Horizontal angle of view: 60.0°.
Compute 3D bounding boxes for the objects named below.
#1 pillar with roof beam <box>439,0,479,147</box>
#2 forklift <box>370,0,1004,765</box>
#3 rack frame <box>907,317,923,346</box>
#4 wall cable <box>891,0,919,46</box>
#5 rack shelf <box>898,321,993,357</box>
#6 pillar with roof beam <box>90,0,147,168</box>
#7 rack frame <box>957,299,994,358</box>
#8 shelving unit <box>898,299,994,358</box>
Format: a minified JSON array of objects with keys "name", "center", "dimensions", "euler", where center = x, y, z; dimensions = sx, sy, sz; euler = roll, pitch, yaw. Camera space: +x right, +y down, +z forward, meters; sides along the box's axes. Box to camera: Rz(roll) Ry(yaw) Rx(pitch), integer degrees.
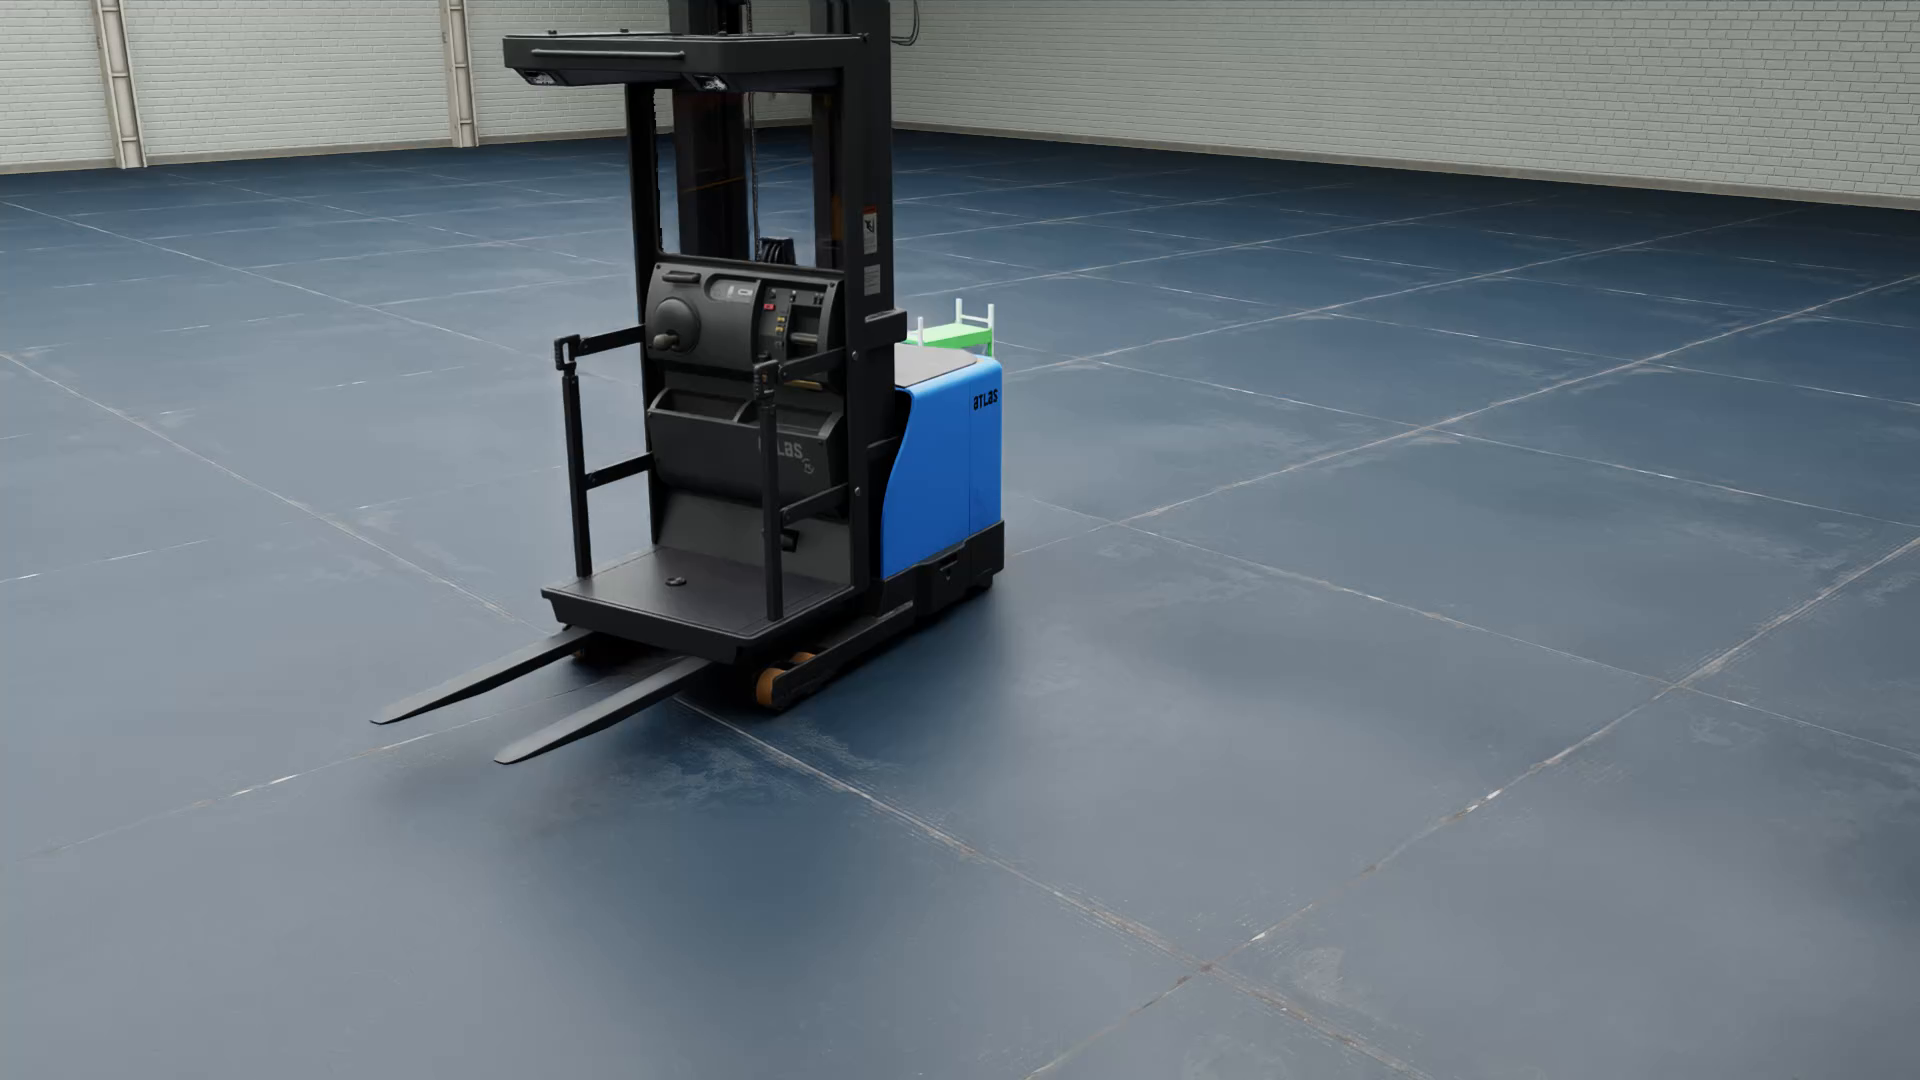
[{"name":"pillar with roof beam","center":[-6.393,-10.761,27.083],"dimensions":[0.400,9.000,9.100],"euler":[-16,24,-41]},{"name":"forklift","center":[-0.991,-0.895,6.494],"dimensions":[1.130,2.935,3.031],"euler":[11,21,30]},{"name":"rack frame","center":[-0.265,-0.500,8.083],"dimensions":[0.240,1.200,0.015],"euler":[17,24,41]},{"name":"wall cable","center":[-1.942,-11.848,35.471],"dimensions":[0.112,2.526,3.097],"euler":[-16,24,-41]},{"name":"rack shelf","center":[-0.096,-0.950,8.121],"dimensions":[0.258,0.148,0.480],"euler":[17,24,41]},{"name":"pillar with roof beam","center":[-10.752,-9.489,23.162],"dimensions":[0.400,9.000,9.100],"euler":[-16,24,-41]},{"name":"rack frame","center":[0.074,-0.609,8.417],"dimensions":[0.240,1.200,0.015],"euler":[17,24,41]},{"name":"shelving unit","center":[-0.096,-0.555,8.250],"dimensions":[0.258,1.200,0.503],"euler":[17,24,41]}]
